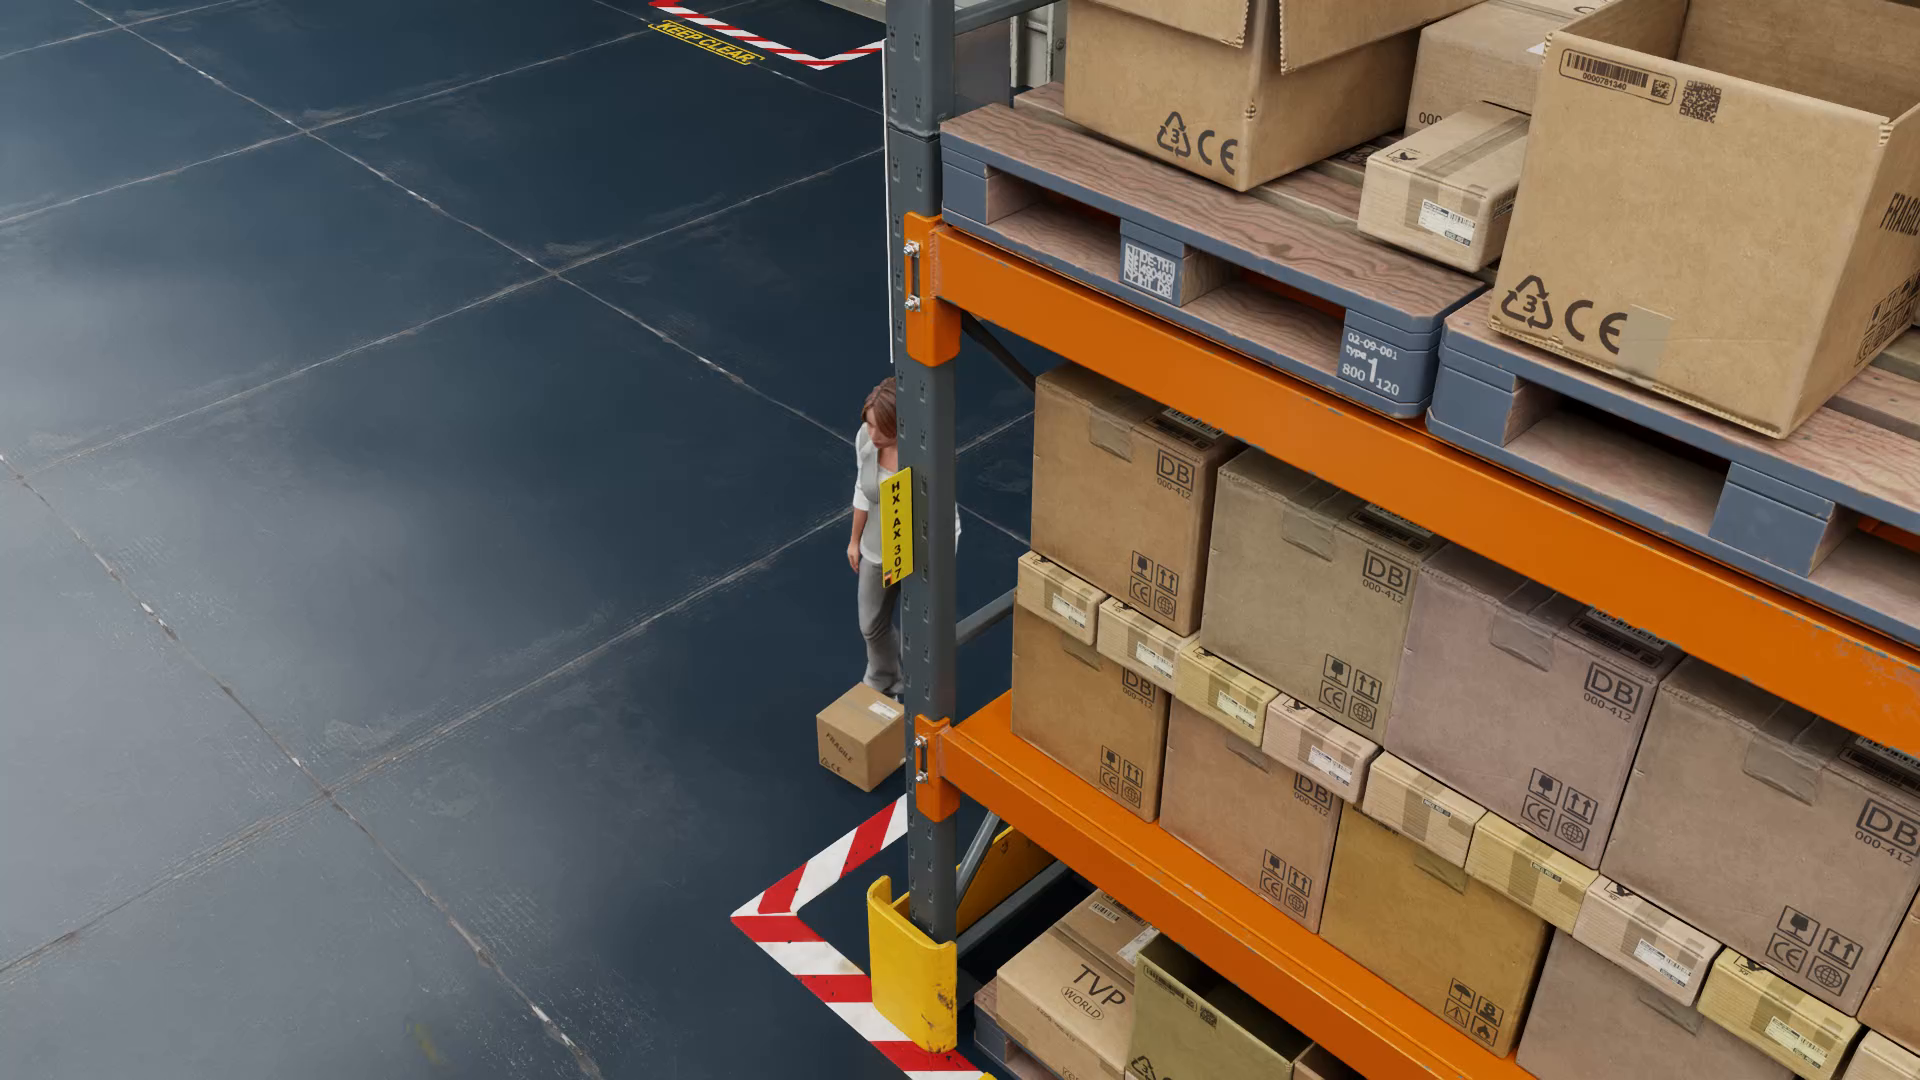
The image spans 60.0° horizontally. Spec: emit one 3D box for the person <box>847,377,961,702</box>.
[{"bbox_3d":[-0.214,0.082,6.045,0.478,1.591,0.345,24,42,30],"label":"person"}]
